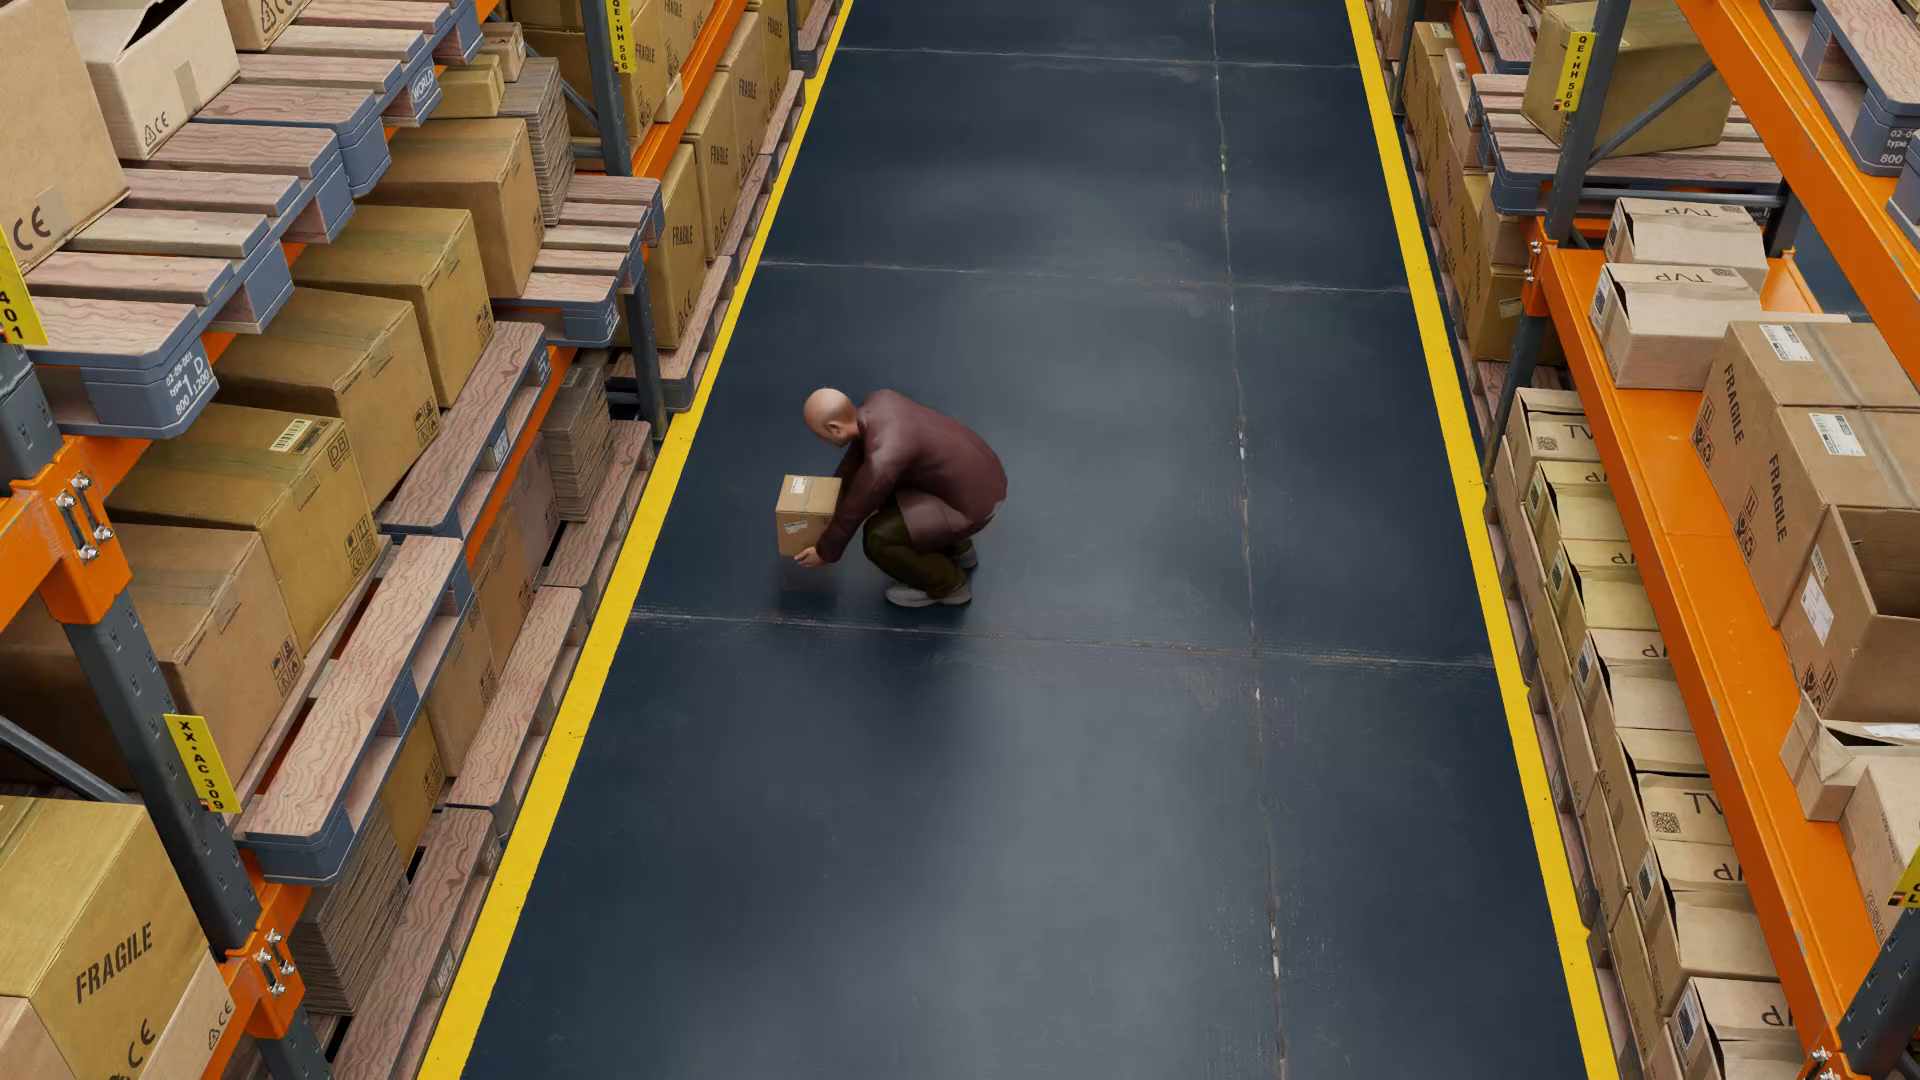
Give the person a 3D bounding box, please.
[{"bbox_3d":[-0.254,-0.214,7.014,0.909,1.032,0.612,3,40,4],"label":"person"}]
